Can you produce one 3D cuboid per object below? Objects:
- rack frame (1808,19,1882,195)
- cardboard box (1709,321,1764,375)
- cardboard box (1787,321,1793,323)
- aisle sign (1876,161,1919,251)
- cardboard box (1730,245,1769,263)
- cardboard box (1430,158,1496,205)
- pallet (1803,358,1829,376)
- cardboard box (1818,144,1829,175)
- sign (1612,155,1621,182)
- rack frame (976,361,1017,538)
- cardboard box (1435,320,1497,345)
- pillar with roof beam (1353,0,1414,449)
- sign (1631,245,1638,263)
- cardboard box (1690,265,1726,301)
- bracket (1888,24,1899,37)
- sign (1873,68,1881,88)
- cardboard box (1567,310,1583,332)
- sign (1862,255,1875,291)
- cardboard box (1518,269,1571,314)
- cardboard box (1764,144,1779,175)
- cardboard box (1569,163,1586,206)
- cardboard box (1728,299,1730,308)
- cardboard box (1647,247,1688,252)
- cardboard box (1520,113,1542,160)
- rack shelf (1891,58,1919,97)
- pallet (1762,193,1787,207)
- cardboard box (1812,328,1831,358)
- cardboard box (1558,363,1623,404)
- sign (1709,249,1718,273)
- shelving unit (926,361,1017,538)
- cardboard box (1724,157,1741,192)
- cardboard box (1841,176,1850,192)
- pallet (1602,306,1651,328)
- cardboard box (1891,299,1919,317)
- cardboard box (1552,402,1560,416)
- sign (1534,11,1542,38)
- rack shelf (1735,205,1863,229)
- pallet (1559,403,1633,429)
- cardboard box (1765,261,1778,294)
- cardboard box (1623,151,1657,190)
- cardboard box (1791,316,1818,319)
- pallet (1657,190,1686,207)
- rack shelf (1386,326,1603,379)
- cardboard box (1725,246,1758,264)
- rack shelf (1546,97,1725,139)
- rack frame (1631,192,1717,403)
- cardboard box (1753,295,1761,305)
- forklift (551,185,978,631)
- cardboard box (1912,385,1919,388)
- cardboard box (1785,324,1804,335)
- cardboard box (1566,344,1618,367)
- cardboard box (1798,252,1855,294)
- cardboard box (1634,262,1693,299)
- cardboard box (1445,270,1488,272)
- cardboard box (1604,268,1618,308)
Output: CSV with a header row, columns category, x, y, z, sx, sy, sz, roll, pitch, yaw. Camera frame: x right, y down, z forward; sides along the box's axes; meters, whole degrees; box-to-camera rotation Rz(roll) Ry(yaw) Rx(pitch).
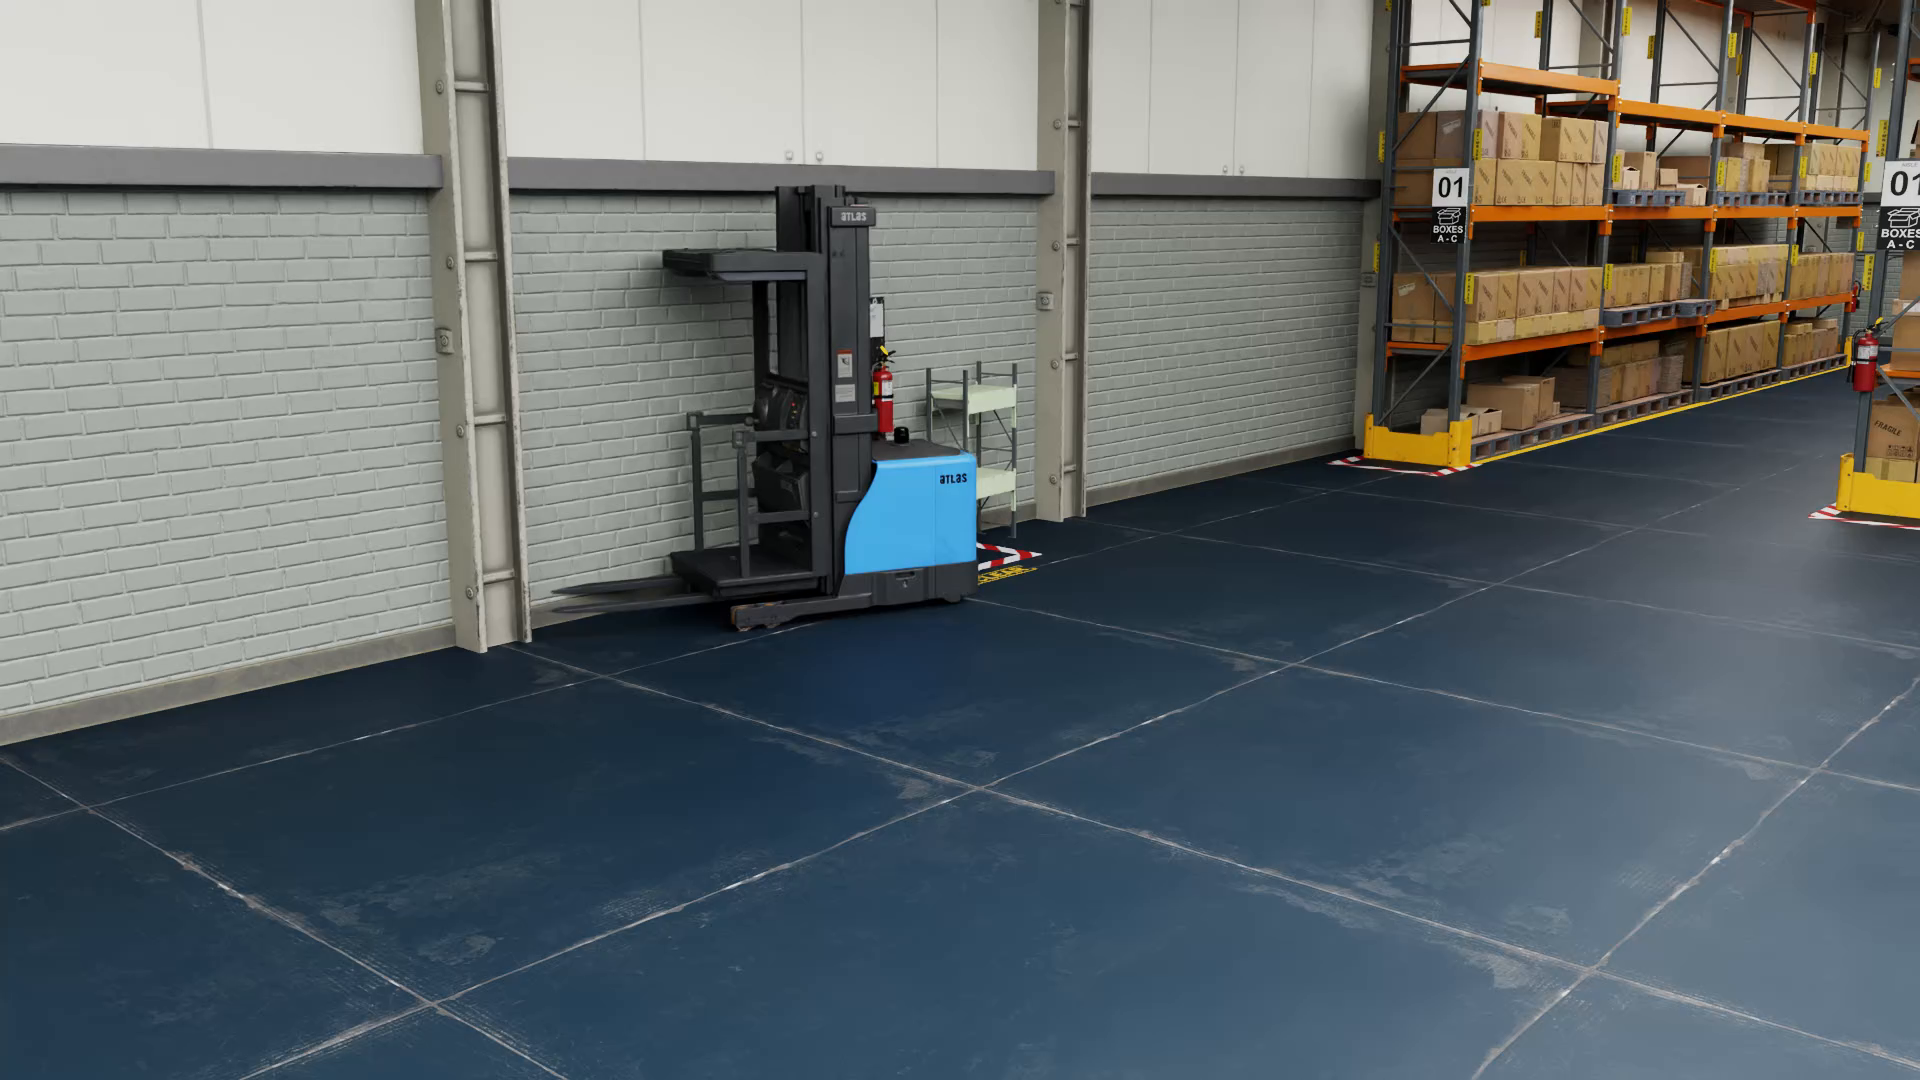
category,x,y,z,sx,sy,sz,roll,pitch,yaw
rack frame,15.627,-7.645,29.514,1.000,3.000,0.127,10,15,40
cardboard box,12.071,-3.023,26.105,0.750,0.750,0.750,10,15,42
cardboard box,14.169,-3.706,28.762,0.380,0.149,0.250,9,15,39
aisle sign,8.525,-3.013,14.999,0.394,0.787,0.004,10,15,40
cardboard box,12.189,-4.437,25.785,0.500,0.250,0.500,10,15,41
cardboard box,5.474,-3.896,18.095,0.500,0.500,0.500,10,15,42
pallet,14.352,-3.030,28.841,1.003,0.211,1.213,10,15,40
cardboard box,14.002,-6.280,27.478,0.500,0.500,0.500,9,15,39
sign,8.118,-4.593,20.572,0.100,0.325,0.005,10,15,40
rack frame,0.312,-0.773,14.251,0.400,1.500,0.023,8,14,34
cardboard box,5.626,-2.316,18.482,0.500,0.250,0.500,9,15,39
pillar with roof beam,8.111,-4.950,16.017,9.100,9.000,0.400,10,15,40
sign,9.927,-4.166,24.452,0.100,0.325,0.005,10,15,40
cardboard box,10.859,-3.770,24.360,0.500,0.500,0.500,10,15,42
bracket,18.865,-10.283,33.532,0.235,0.232,0.430,10,15,40
sign,16.025,-8.070,29.053,0.100,0.325,0.005,10,15,40
cardboard box,7.286,-2.693,20.368,0.500,0.250,0.500,10,15,41
sign,8.390,-2.466,15.337,0.100,0.325,0.005,10,15,40
cardboard box,6.960,-2.986,19.918,0.500,0.500,0.500,9,15,39
cardboard box,13.272,-6.268,27.417,0.500,0.500,0.500,10,15,40
cardboard box,7.215,-4.289,20.061,0.500,0.500,0.500,8,14,36
cardboard box,11.387,-3.588,25.107,0.380,0.149,0.250,10,15,42
cardboard box,10.451,-4.199,24.596,0.500,0.250,0.500,10,15,42
cardboard box,6.201,-4.539,18.760,0.500,0.500,0.500,10,15,42
rack shelf,10.109,-4.397,16.107,1.077,0.370,4.000,10,15,40
pallet,12.418,-5.351,26.173,0.805,0.209,1.217,9,14,38
cardboard box,14.910,-3.494,29.356,0.700,0.500,0.500,10,15,40
cardboard box,8.482,-2.121,22.430,0.700,0.500,0.500,9,15,39
sign,10.760,-3.987,23.759,0.100,0.325,0.005,10,15,40
shelving unit,0.103,-0.714,13.957,0.431,1.500,0.755,8,14,34
cardboard box,11.308,-5.505,25.080,0.700,0.500,0.500,11,16,43
cardboard box,15.000,-6.137,28.676,0.500,0.250,0.500,9,14,38
pallet,8.319,-2.938,21.750,1.003,0.211,1.213,10,15,40
cardboard box,8.898,-2.158,15.443,0.380,0.149,0.250,9,15,39
cardboard box,7.375,-1.682,21.083,0.380,0.166,0.250,7,14,33
sign,7.285,-6.486,20.923,0.100,0.325,0.005,10,15,40
rack shelf,14.307,-5.527,28.405,1.077,0.370,4.000,10,15,40
pallet,8.218,-1.685,22.110,1.003,0.211,1.213,10,15,40
cardboard box,12.542,-4.143,26.229,0.500,0.500,0.500,10,15,41
cardboard box,8.941,-4.915,22.177,0.500,0.500,0.500,9,14,38
cardboard box,15.172,-3.930,29.883,0.380,0.149,0.250,10,15,41
pallet,8.875,-4.547,22.139,1.213,0.211,1.003,10,15,40
rack shelf,6.385,-2.291,19.860,1.077,0.370,4.000,10,15,40
cardboard box,11.853,-4.362,25.409,0.500,0.250,0.500,9,15,39
rack shelf,9.026,-5.625,22.258,1.077,0.370,4.000,10,15,40
rack frame,10.346,-3.526,24.209,1.000,3.000,0.127,10,15,40
cardboard box,12.281,-3.769,26.013,0.380,0.149,0.250,10,15,40
forklift,-1.422,-0.945,11.458,3.031,2.935,1.130,-6,13,-26
cardboard box,10.228,-1.348,17.338,0.500,0.500,0.500,10,15,40
cardboard box,13.920,-3.537,27.914,0.380,0.149,0.250,10,15,42
cardboard box,8.467,-2.471,22.270,0.500,0.250,0.500,9,15,39
cardboard box,15.298,-4.774,29.690,0.980,0.700,0.700,11,16,43
cardboard box,10.043,-3.721,23.803,0.700,0.500,0.500,8,14,34
cardboard box,5.894,-2.900,19.488,0.500,0.500,0.500,9,15,39
cardboard box,8.067,-3.273,21.562,0.700,0.500,0.500,10,15,41
